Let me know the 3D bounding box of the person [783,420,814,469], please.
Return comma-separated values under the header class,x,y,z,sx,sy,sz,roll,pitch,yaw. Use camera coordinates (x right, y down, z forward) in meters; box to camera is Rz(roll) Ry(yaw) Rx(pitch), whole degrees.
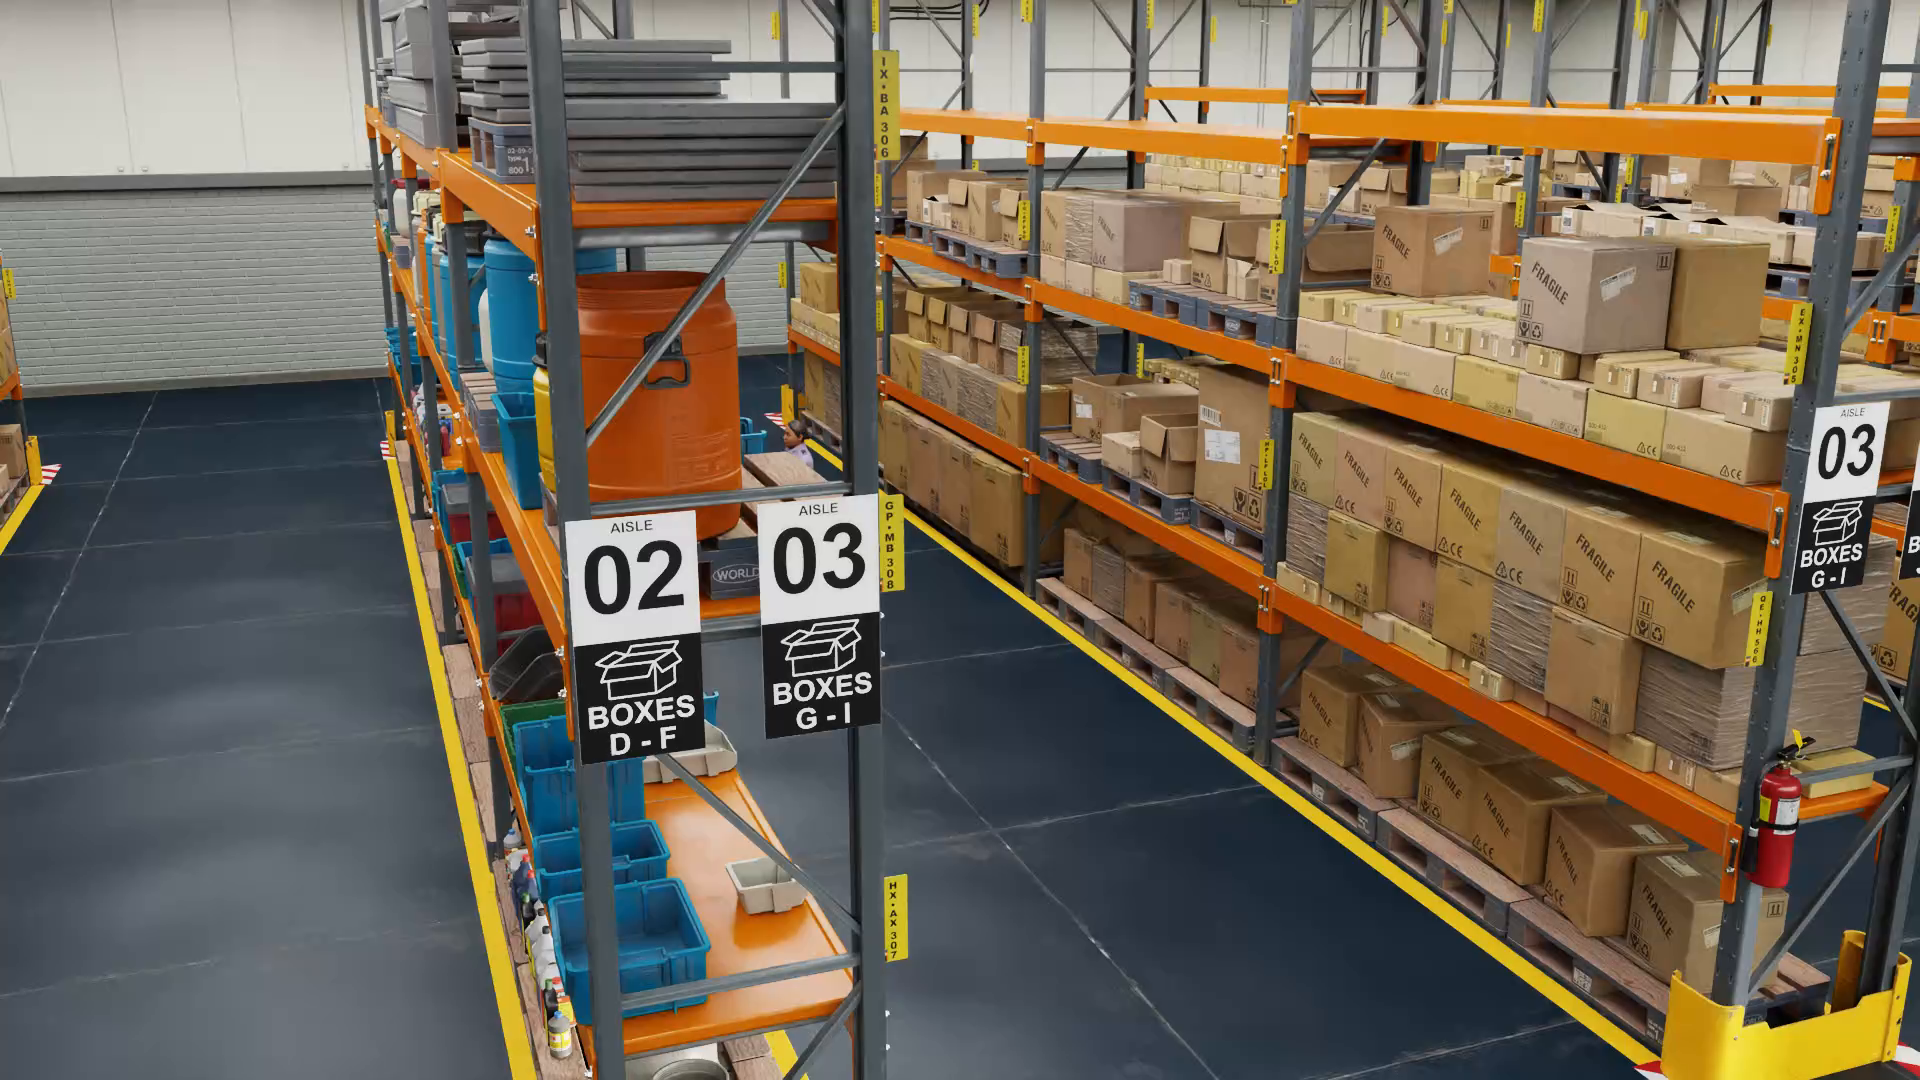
class,x,y,z,sx,sy,sz,roll,pitch,yaw
person,-1.415,-0.212,14.418,0.387,1.707,0.545,-6,17,-19
